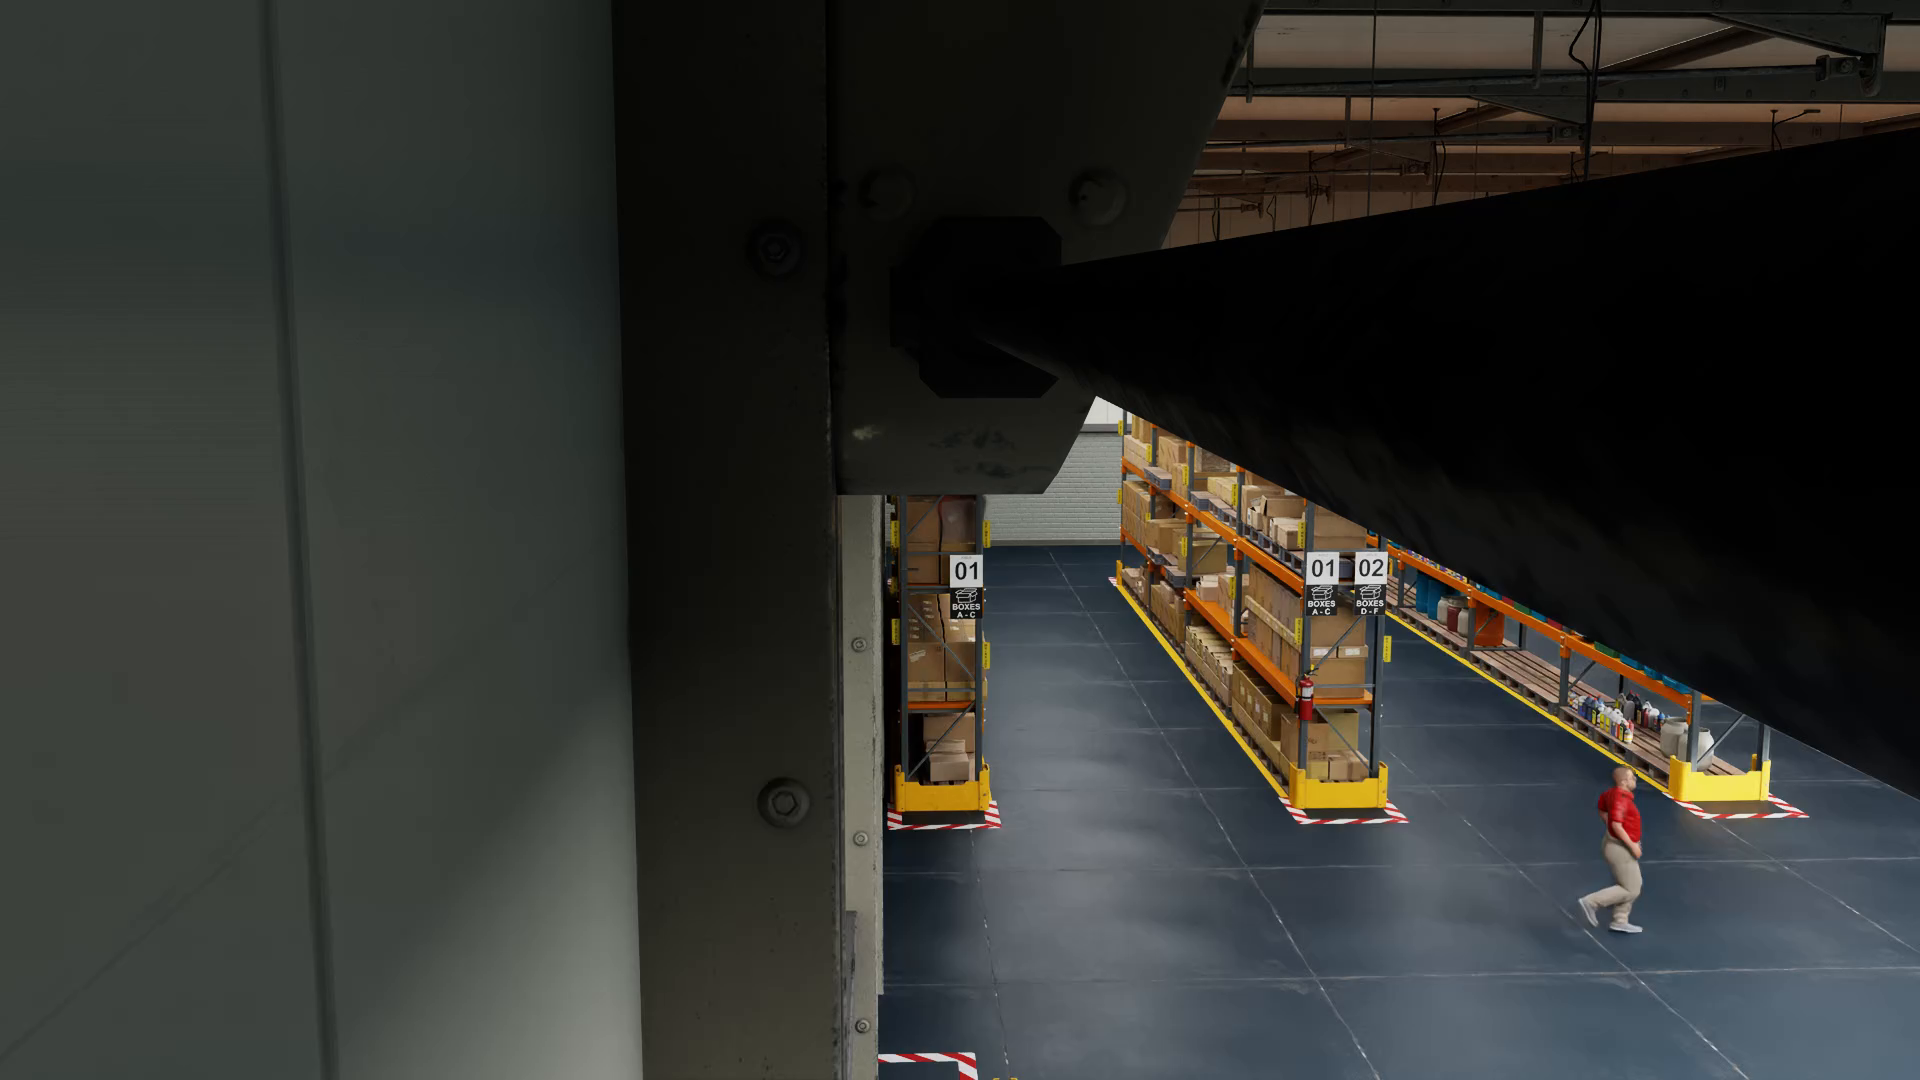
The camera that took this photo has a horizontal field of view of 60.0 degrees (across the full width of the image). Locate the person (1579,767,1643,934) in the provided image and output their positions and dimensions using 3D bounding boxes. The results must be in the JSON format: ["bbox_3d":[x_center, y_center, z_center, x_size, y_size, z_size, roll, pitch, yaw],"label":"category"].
[{"bbox_3d":[6.503,3.084,16.534,0.645,1.699,0.675,2,9,11],"label":"person"}]
